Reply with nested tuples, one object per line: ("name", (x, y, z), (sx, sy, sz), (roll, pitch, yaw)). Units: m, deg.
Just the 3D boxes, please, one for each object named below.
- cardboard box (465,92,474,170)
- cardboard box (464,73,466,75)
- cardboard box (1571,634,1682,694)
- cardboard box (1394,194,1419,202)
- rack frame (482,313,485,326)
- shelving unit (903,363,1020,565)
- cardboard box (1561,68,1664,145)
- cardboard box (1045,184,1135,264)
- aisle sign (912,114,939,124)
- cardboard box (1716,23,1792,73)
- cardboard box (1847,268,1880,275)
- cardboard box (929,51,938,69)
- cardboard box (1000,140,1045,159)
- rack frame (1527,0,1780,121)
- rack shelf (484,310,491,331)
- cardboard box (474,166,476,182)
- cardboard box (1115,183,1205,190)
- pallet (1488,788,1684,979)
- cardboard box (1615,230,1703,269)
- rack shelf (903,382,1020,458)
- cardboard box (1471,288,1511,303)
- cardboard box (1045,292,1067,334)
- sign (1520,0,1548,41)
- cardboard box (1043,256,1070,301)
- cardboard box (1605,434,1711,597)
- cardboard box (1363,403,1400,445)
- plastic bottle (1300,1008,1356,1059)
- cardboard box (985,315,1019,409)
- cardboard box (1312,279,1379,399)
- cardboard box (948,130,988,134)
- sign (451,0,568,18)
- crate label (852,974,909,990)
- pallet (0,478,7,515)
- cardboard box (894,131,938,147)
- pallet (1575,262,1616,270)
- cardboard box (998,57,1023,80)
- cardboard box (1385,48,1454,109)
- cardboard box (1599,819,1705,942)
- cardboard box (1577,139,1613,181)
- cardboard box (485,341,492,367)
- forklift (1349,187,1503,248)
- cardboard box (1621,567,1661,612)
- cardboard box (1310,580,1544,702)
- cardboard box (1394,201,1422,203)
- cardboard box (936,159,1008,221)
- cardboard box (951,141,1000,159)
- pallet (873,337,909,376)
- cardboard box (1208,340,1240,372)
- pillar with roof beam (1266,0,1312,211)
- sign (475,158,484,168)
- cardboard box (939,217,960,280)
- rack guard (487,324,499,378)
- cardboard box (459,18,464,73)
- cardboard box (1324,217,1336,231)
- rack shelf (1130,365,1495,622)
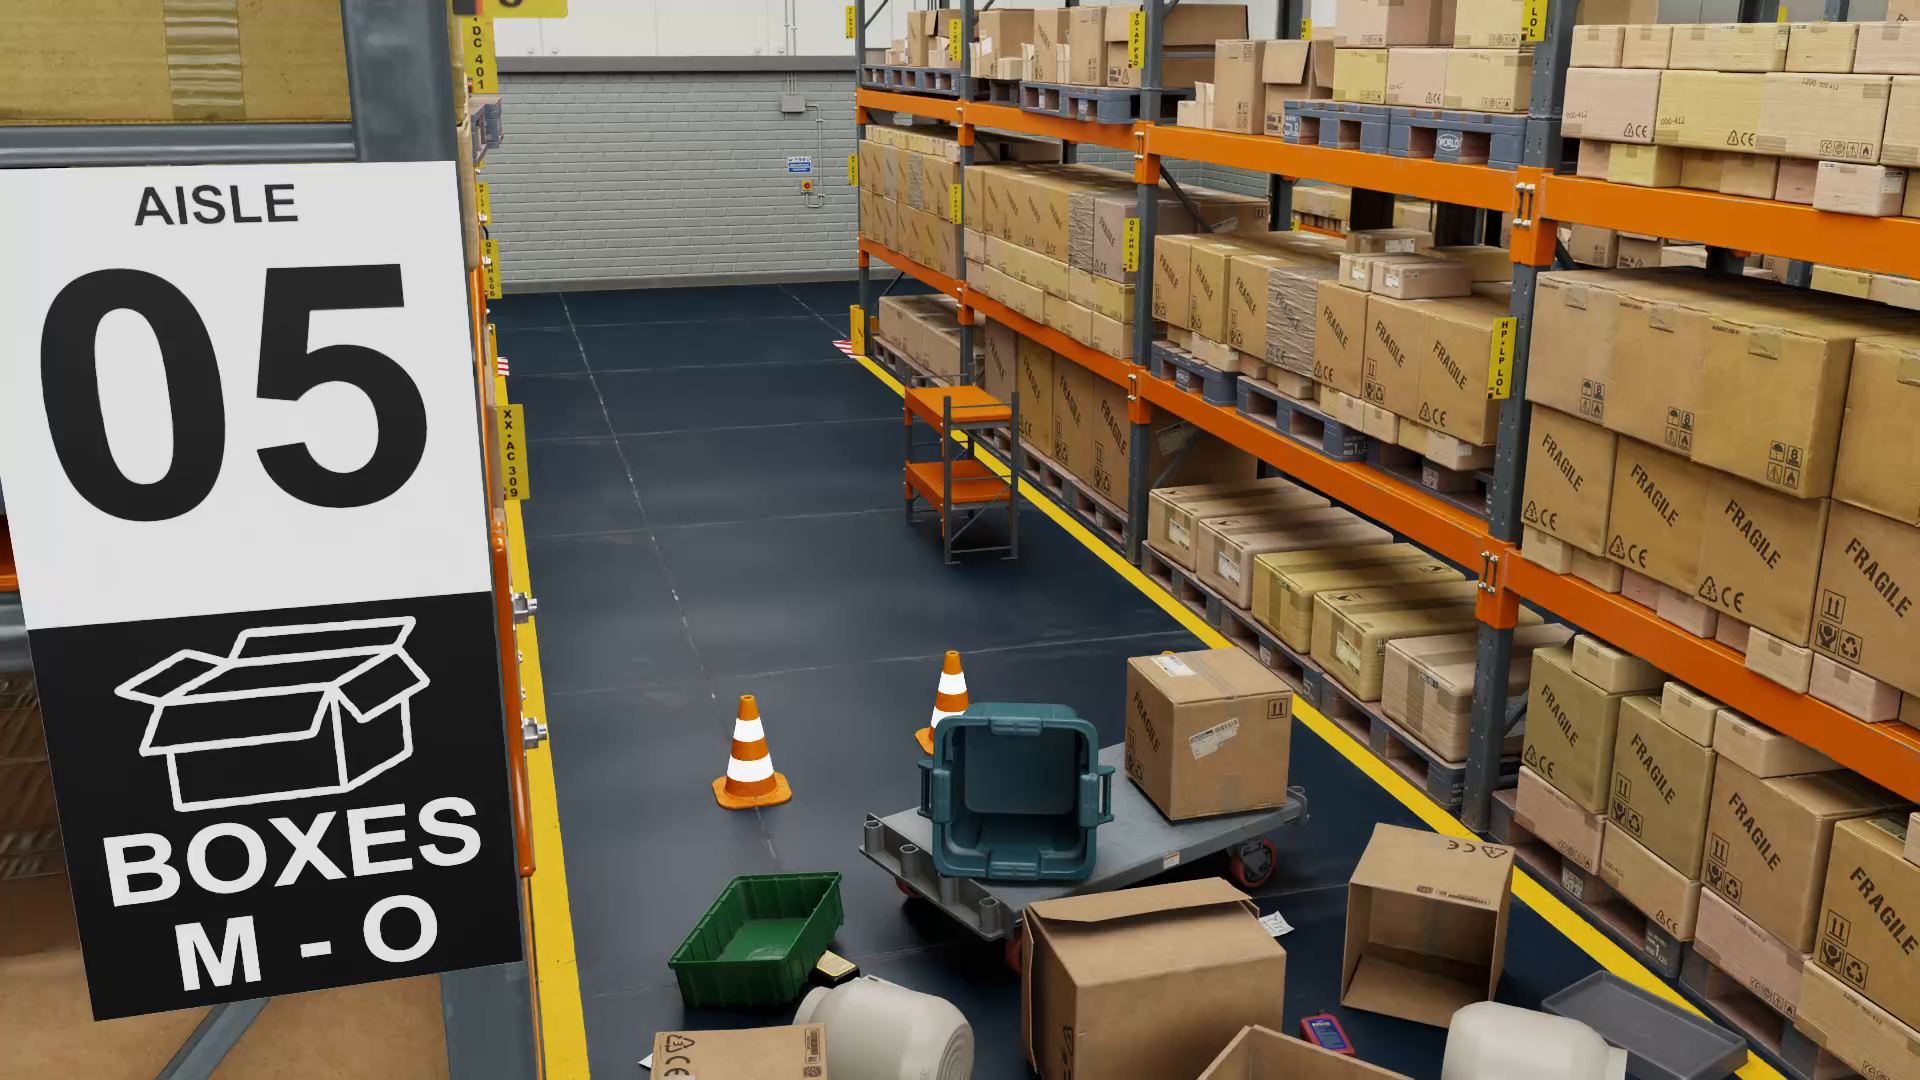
("cardboard box", (-1.071, -0.723, 2.964), (0.380, 0.149, 0.250), (-5, 17, -16))
("cardboard box", (-1.560, -1.215, 4.602), (0.380, 0.149, 0.250), (-4, 17, -14))
("cardboard box", (2.574, 0.456, 6.340), (0.380, 0.149, 0.250), (-4, 17, -14))
("cardboard box", (4.447, -3.795, 17.312), (0.500, 0.500, 0.500), (-4, 17, -14))
("rack frame", (-3.136, -0.901, 9.239), (1.000, 3.000, 0.127), (-5, 17, -15))
("shelving unit", (-0.002, -0.541, 11.296), (0.538, 1.125, 1.048), (-5, 17, -15))
("cardboard box", (2.552, -1.578, 6.021), (0.500, 0.250, 0.500), (-5, 17, -16))
("cardboard box", (0.923, -2.249, 11.813), (0.500, 0.500, 0.500), (-5, 17, -15))
("aisle sign", (-0.325, -4.823, 17.775), (0.394, 0.787, 0.004), (-5, 17, -15))
("cardboard box", (2.677, -1.581, 5.339), (0.380, 0.149, 0.250), (-5, 17, -16))
("cardboard box", (6.246, -1.888, 11.220), (0.380, 0.149, 0.250), (-4, 17, -14))
("cardboard box", (-0.060, -4.217, 14.595), (0.380, 0.149, 0.250), (-4, 17, -14))
("cardboard box", (0.573, -3.442, 14.657), (0.380, 0.149, 0.250), (-4, 17, -14))
("rack frame", (2.695, -3.087, 6.088), (1.000, 3.000, 0.127), (-5, 17, -15))
("rack shelf", (-3.686, -1.110, 11.184), (1.077, 0.370, 4.000), (-5, 17, -15))
("cardboard box", (-4.531, -3.247, 14.619), (0.500, 0.500, 0.500), (-5, 18, -17))
("cardboard box", (1.422, -2.284, 11.930), (0.500, 0.500, 0.500), (-4, 17, -14))
("pallet", (2.913, 1.304, 6.743), (1.003, 0.211, 1.213), (-5, 17, -15))
("cardboard box", (5.740, -2.402, 13.324), (0.797, 0.503, 0.637), (-5, 17, -17))
("rack shelf", (-0.002, -0.821, 11.212), (0.538, 0.278, 1.000), (-5, 17, -15))
("cardboard box", (2.703, -0.897, 7.802), (0.500, 0.500, 0.500), (-5, 17, -15))
("cardboard box", (0.928, -1.649, 11.988), (0.500, 0.250, 0.500), (-5, 17, -16))
("sign", (2.162, -2.042, 6.239), (0.100, 0.325, 0.005), (-5, 17, -15))
("cardboard box", (0.913, -1.884, 11.901), (0.500, 0.250, 0.500), (-5, 17, -17))
("cardboard box", (2.708, -0.124, 5.959), (0.500, 0.500, 0.500), (-5, 17, -15))
("cardboard box", (2.127, -0.558, 7.804), (0.380, 0.149, 0.250), (-5, 17, -16))
("plastic bottle", (1.246, 1.698, 5.692), (0.133, 0.061, 0.283), (-2, 17, -6))
("cardboard box", (0.743, -1.445, 14.013), (0.875, 0.875, 0.875), (-4, 17, -14))
("cardboard box", (2.074, -0.996, 8.132), (0.500, 0.500, 0.500), (-4, 17, -13))
("cardboard box", (0.091, -3.939, 16.312), (0.380, 0.149, 0.250), (-4, 17, -14))
("sign", (-0.402, -0.624, 1.444), (0.100, 0.325, 0.005), (-5, 17, -15))
("crate label", (-0.313, 1.634, 5.773), (0.250, 0.136, 0.298), (11, 20, 32))
("pallet", (-1.152, -0.287, 2.134), (1.003, 0.211, 1.213), (-5, 17, -15))
("cardboard box", (-0.429, -3.891, 16.152), (0.380, 0.149, 0.250), (-5, 17, -15))
("pallet", (5.828, -2.160, 13.762), (1.003, 0.211, 1.213), (-5, 17, -15))
("cardboard box", (0.507, -3.575, 12.602), (0.380, 0.166, 0.250), (-6, 18, -19))
("cardboard box", (2.261, -2.071, 7.448), (0.500, 0.250, 0.500), (-4, 17, -15))
("cardboard box", (2.755, 1.233, 6.183), (0.500, 0.250, 0.500), (-4, 17, -12))
("cardboard box", (2.543, -1.424, 6.201), (0.380, 0.149, 0.250), (-5, 17, -16))
("cardboard box", (-2.619, -0.708, 8.421), (0.500, 0.500, 0.500), (-5, 17, -15))
("forklift", (3.470, -1.637, 11.805), (1.130, 2.935, 3.031), (-6, 18, -19))
("cardboard box", (2.694, 0.155, 6.157), (0.380, 0.149, 0.250), (-5, 17, -16))
("cardboard box", (2.347, 0.500, 8.412), (0.950, 0.372, 0.625), (-4, 17, -12))
("cardboard box", (4.476, -3.432, 17.406), (0.500, 0.250, 0.500), (-5, 17, -17))
("cardboard box", (0.101, -3.063, 14.522), (0.500, 0.500, 0.500), (-5, 17, -16))
("cardboard box", (0.137, -3.406, 14.538), (0.380, 0.149, 0.250), (-4, 17, -14))
("pallet", (-0.308, -1.983, 17.687), (1.003, 0.211, 1.213), (-5, 17, -15))
("cardboard box", (1.638, -1.059, 9.470), (0.380, 0.149, 0.250), (-5, 17, -15))
("pillar with roof beam", (0.155, -7.277, 20.035), (9.100, 9.000, 0.400), (-5, 17, -15))
("sign", (-4.796, -3.858, 16.521), (0.100, 0.325, 0.005), (-5, 17, -15))
("cardboard box", (0.123, -2.583, 14.663), (0.500, 0.500, 0.500), (-5, 17, -15))
("rack guard", (-5.314, -1.896, 16.895), (1.175, 0.500, 0.348), (-5, 17, -15))
("cardboard box", (-1.516, -1.295, 4.176), (0.500, 0.250, 0.500), (-5, 17, -15))
("cardboard box", (4.225, -3.483, 18.269), (0.380, 0.149, 0.250), (-4, 17, -14))
("rack shelf", (2.145, -0.423, 8.896), (1.077, 0.370, 4.000), (-5, 17, -15))
